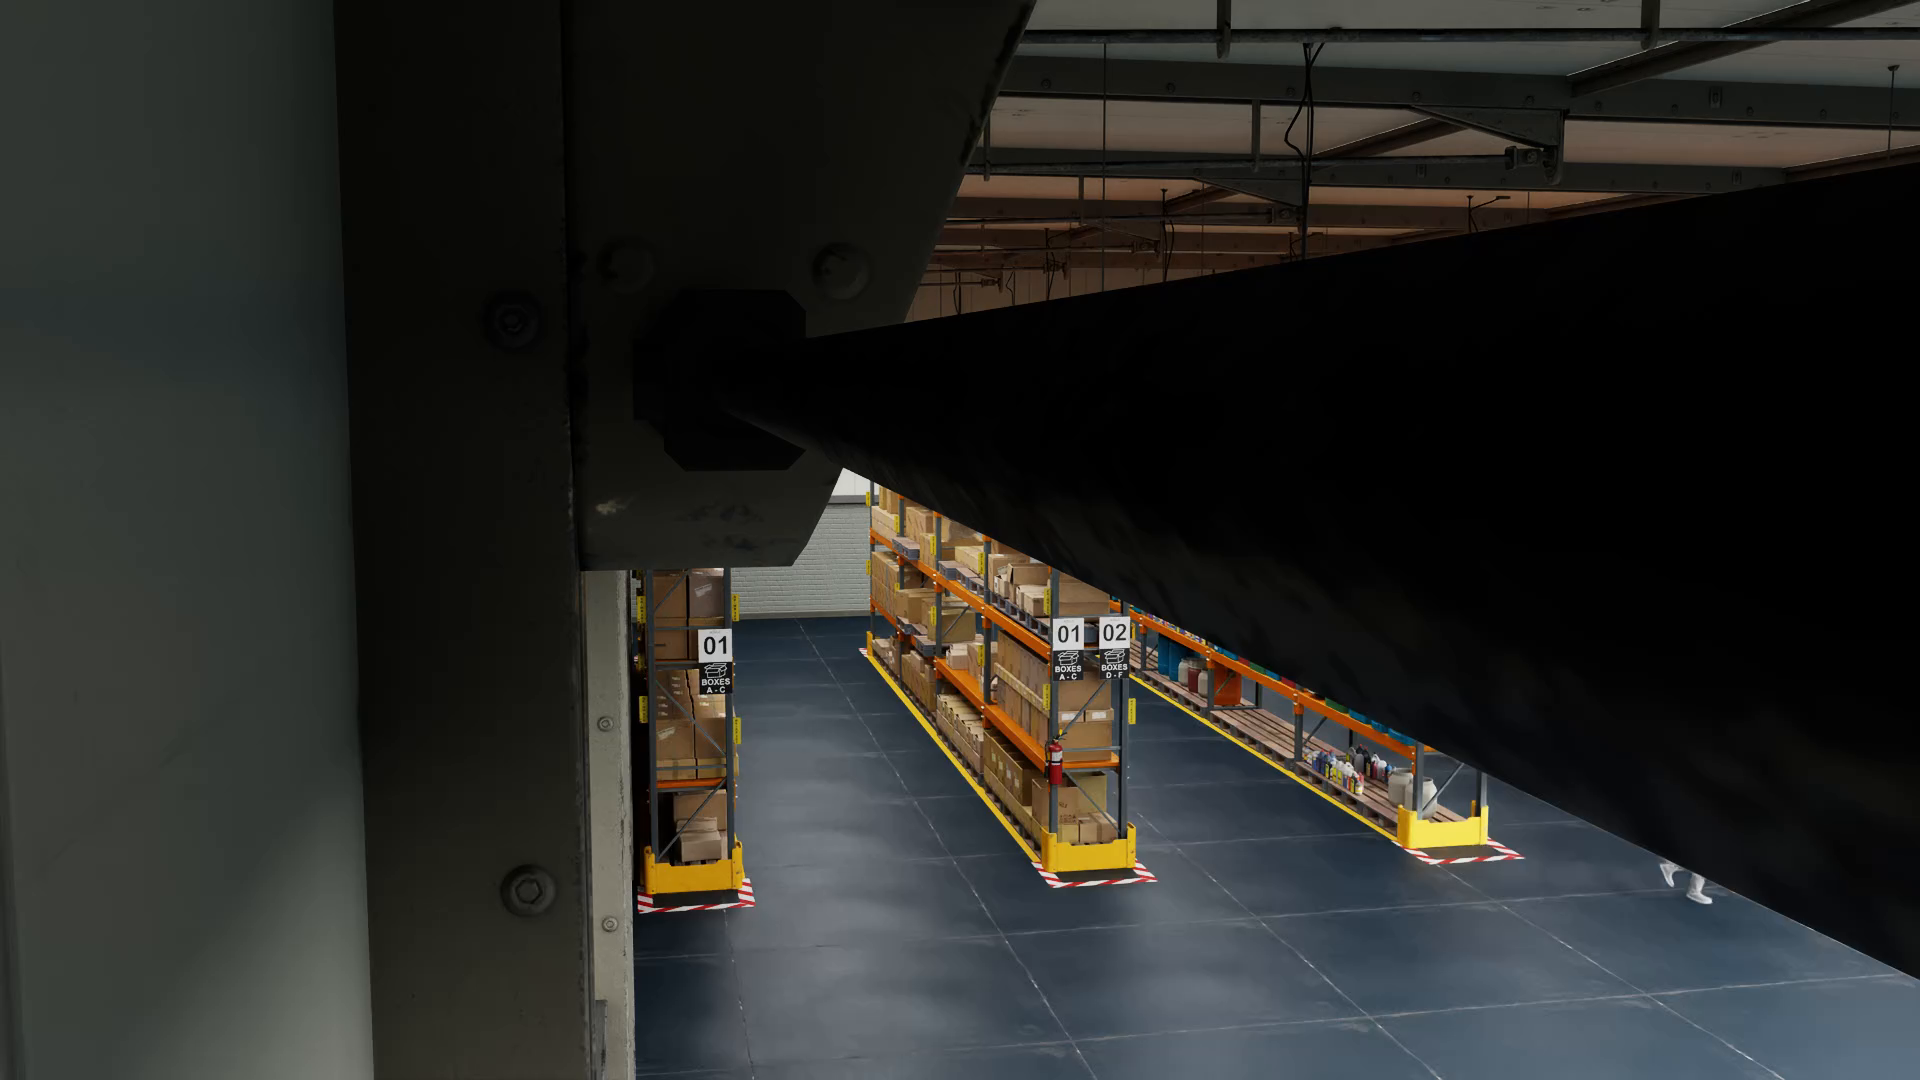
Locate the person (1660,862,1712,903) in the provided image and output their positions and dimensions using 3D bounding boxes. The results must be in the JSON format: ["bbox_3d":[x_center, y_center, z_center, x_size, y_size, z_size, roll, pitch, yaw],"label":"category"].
[{"bbox_3d":[8.689,3.457,19.751,0.525,1.661,0.647,3,7,28],"label":"person"}]
